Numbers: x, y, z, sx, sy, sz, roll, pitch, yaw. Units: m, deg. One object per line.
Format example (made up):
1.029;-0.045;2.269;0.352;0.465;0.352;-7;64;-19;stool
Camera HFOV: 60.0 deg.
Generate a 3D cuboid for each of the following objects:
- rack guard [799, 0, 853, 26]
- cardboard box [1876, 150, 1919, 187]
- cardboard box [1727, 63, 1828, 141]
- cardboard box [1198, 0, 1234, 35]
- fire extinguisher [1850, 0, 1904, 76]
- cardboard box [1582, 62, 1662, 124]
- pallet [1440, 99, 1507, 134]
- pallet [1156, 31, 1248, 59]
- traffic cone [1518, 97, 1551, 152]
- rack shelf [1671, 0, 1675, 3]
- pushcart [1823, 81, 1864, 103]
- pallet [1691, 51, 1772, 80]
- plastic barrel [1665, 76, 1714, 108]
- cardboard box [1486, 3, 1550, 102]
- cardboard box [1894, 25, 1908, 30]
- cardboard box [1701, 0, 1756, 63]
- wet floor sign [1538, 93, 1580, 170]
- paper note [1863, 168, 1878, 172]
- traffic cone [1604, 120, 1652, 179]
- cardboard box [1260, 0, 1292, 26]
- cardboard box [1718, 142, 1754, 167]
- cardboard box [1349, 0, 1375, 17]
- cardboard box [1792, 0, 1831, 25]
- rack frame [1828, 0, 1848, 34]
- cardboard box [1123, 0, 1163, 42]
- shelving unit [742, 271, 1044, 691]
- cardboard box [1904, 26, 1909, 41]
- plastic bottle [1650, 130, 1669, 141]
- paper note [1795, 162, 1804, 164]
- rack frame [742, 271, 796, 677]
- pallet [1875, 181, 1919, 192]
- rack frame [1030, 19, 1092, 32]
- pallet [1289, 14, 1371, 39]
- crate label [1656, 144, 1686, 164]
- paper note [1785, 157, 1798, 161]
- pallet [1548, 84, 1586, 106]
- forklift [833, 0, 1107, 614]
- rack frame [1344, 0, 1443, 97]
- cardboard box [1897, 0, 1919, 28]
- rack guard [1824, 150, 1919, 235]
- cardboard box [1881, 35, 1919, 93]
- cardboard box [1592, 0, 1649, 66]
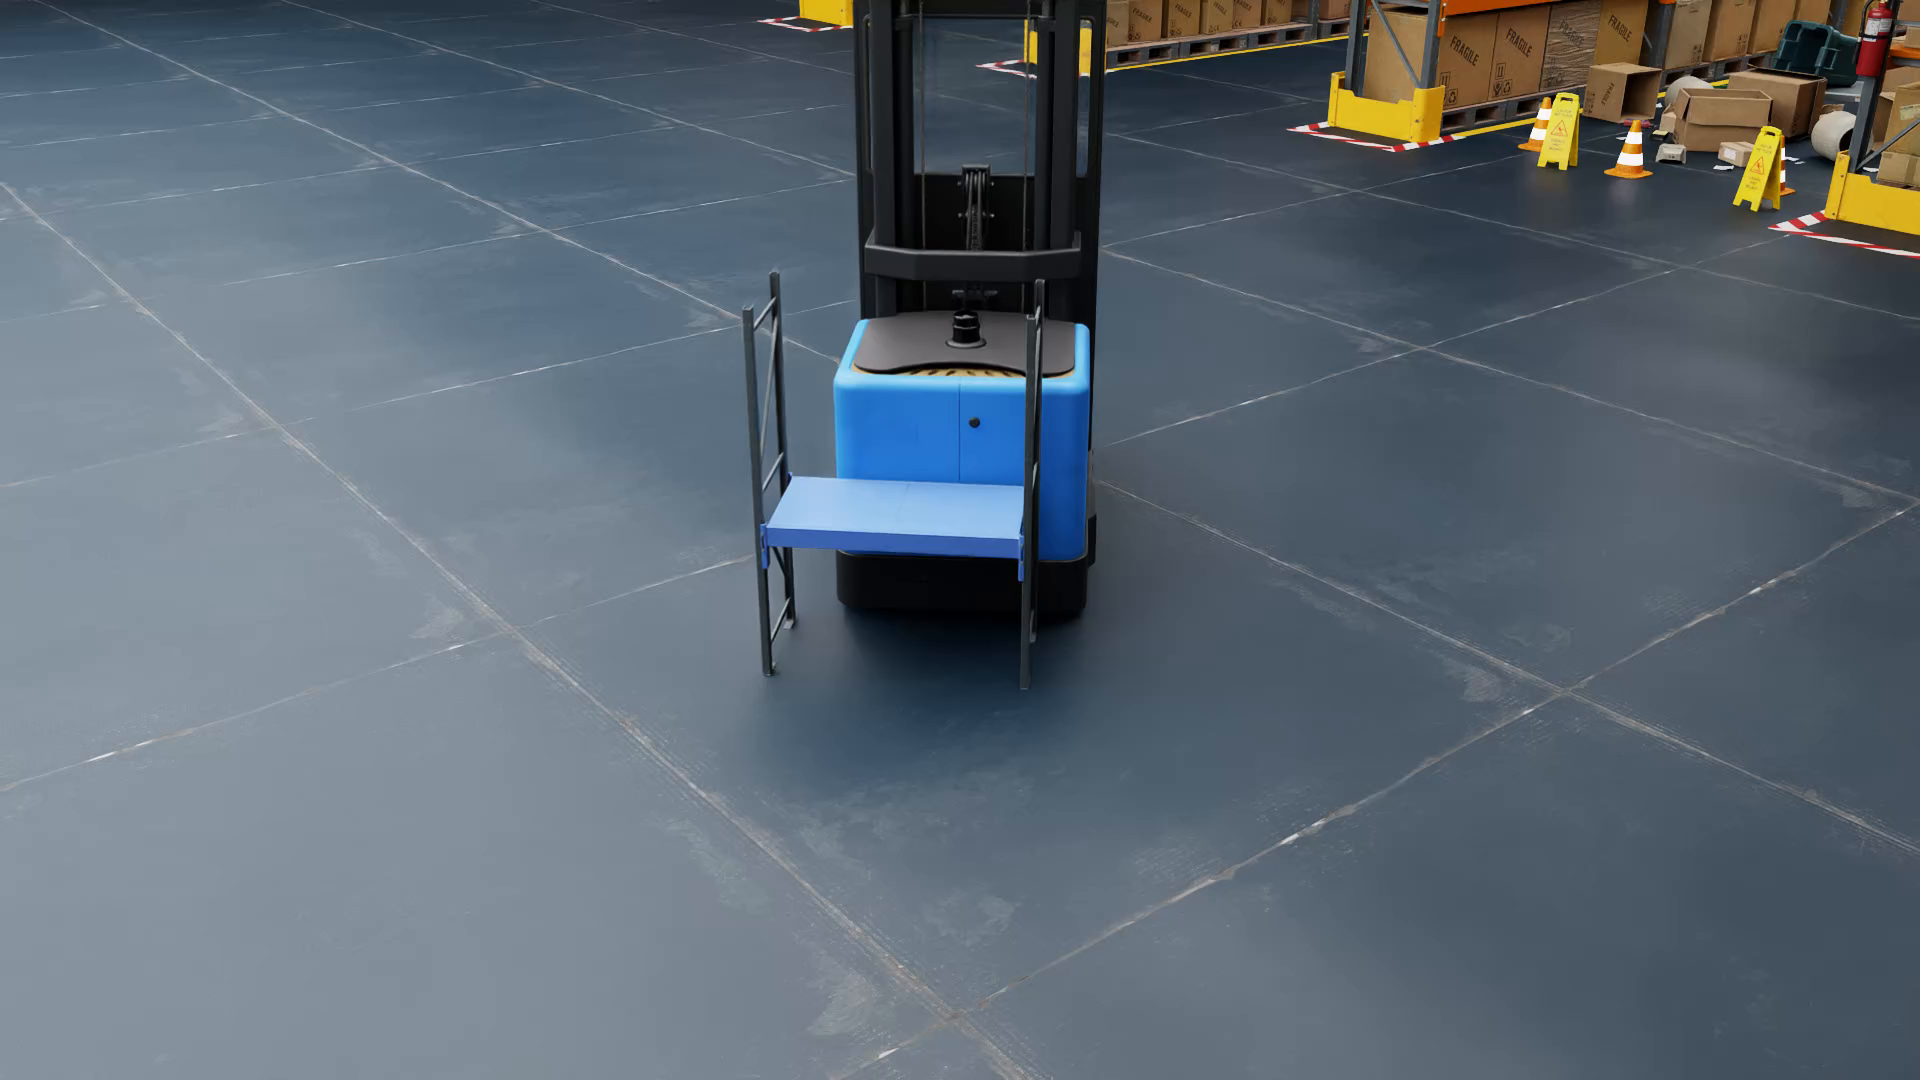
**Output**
-1.830;-7.601;23.499;0.348;0.500;1.175;-18;31;-34;rack guard
7.799;-3.024;13.436;0.500;0.250;0.500;-18;31;-34;cardboard box
7.861;-4.246;16.104;0.503;0.637;0.797;-18;31;-34;cardboard box
3.117;-6.725;21.113;0.500;0.500;0.500;-22;33;-38;cardboard box
6.936;-3.864;12.568;0.183;0.674;0.296;-18;31;-34;fire extinguisher
6.736;-4.552;16.927;0.500;0.500;0.500;-13;28;-25;cardboard box
4.757;-4.358;16.854;1.213;0.211;1.003;-18;31;-34;pallet
2.876;-6.328;21.099;1.213;0.211;1.003;-18;31;-34;pallet
5.471;-3.906;15.582;0.334;0.463;0.336;-18;31;-34;traffic cone
8.898;-6.622;19.274;4.000;0.370;1.077;-18;31;-34;rack shelf
9.012;-4.368;16.678;1.648;0.377;0.936;15;29;29;pushcart
8.845;-5.708;19.762;1.213;0.211;1.003;-18;31;-34;pallet
7.378;-4.457;16.815;0.421;0.421;0.512;1;25;2;plastic barrel
5.360;-5.043;17.044;0.875;0.875;0.875;-19;31;-35;cardboard box
11.980;-6.890;21.468;0.500;0.500;0.500;-19;31;-35;cardboard box
8.519;-6.039;19.337;0.750;0.750;1.050;-18;31;-34;cardboard box
5.375;-3.658;14.830;0.267;0.644;0.232;21;32;37;wet floor sign
8.114;-3.301;14.792;0.142;0.019;0.148;15;29;29;paper note
5.900;-3.443;14.585;0.334;0.463;0.336;-18;31;-34;traffic cone
4.004;-7.064;21.842;0.500;0.500;0.500;-19;31;-36;cardboard box
7.095;-3.492;15.062;0.250;0.149;0.380;-3;25;-7;cardboard box
5.226;-7.433;22.615;0.500;0.500;0.700;-18;31;-34;cardboard box
9.937;-6.509;20.350;0.750;0.750;1.050;-19;31;-35;cardboard box
10.472;-7.467;20.242;0.127;3.000;1.000;-18;31;-34;rack frame
2.146;-6.439;20.495;0.500;0.500;0.500;-10;27;-21;cardboard box
-0.229;-0.222;6.412;1.048;1.500;0.538;3;25;6;shelving unit
7.604;-3.932;12.923;0.250;0.149;0.380;-19;31;-35;cardboard box
6.768;-3.916;16.080;0.133;0.061;0.283;15;29;29;plastic bottle
7.612;-3.418;15.067;0.123;0.001;0.032;-18;31;-34;paper note
-0.735;-0.245;6.462;0.032;1.500;0.500;3;25;6;rack frame
8.031;-2.730;13.346;1.213;0.211;1.003;-18;31;-34;pallet
1.195;-7.059;19.361;0.127;3.000;1.000;-18;31;-34;rack frame
4.955;-7.036;22.624;1.213;0.211;1.003;-18;31;-34;pallet
6.481;-3.520;15.138;0.250;0.136;0.298;10;27;20;crate label
7.587;-3.500;15.233;0.142;0.019;0.148;-8;26;-16;paper note
6.677;-4.992;18.220;1.213;0.211;1.003;-18;31;-34;pallet
0.102;-1.606;7.695;1.130;2.935;3.031;2;25;4;forklift
4.176;-5.389;15.764;0.127;3.000;1.000;-18;31;-34;rack frame
7.567;-4.188;12.704;0.500;0.500;0.500;-19;31;-35;cardboard box
7.370;-2.662;12.856;0.348;0.500;1.175;-18;31;-34;rack guard
9.336;-4.606;16.147;0.500;0.500;0.500;-18;31;-34;cardboard box
6.786;-5.515;18.060;0.875;0.875;0.875;-18;30;-33;cardboard box
